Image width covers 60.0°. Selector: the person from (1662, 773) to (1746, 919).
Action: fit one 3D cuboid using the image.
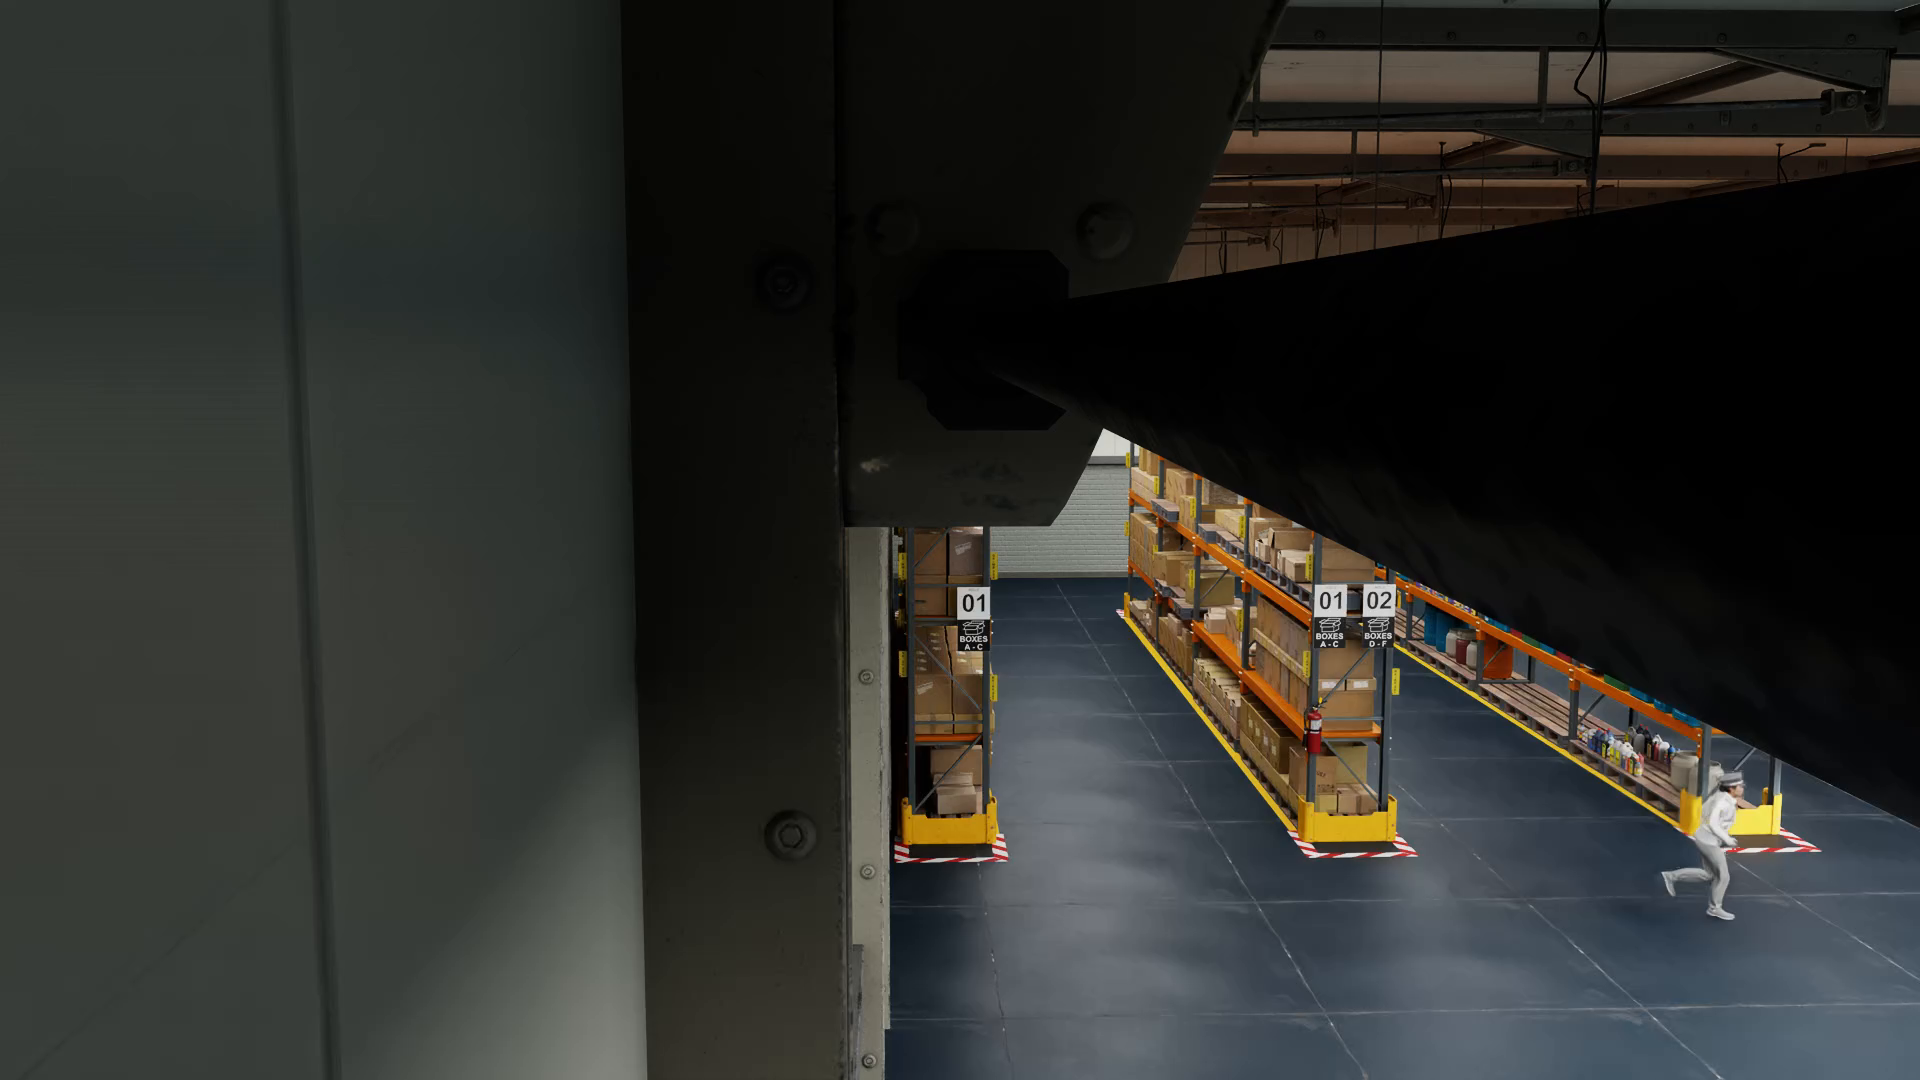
[{"bbox_3d":[7.984,3.262,17.883,0.777,1.635,0.574,4,8,27],"label":"person"}]
